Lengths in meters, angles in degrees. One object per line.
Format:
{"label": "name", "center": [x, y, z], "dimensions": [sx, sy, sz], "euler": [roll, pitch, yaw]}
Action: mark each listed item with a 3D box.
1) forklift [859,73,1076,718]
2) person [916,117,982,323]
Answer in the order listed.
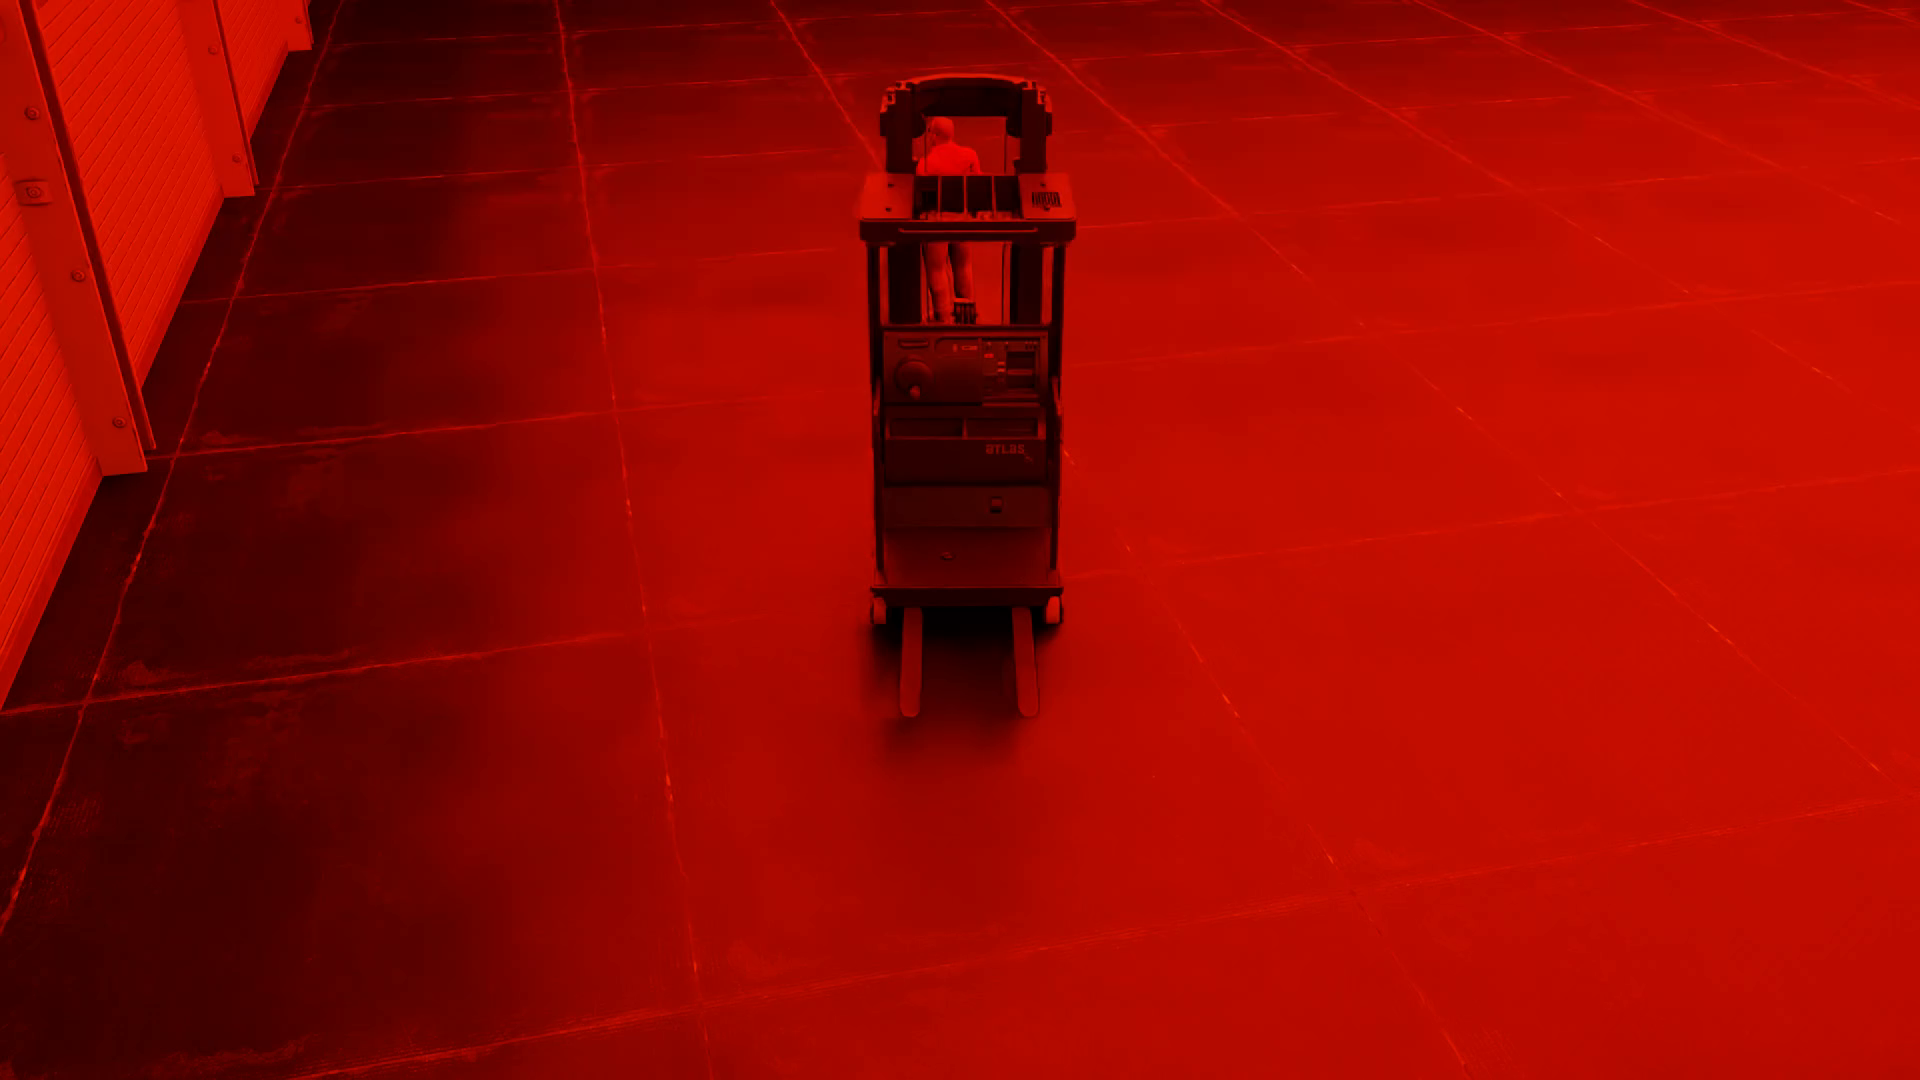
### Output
{"label": "forklift", "center": [0.035, -0.931, 9.183], "dimensions": [1.130, 2.935, 3.031], "euler": [0, 30, 0]}
{"label": "person", "center": [-0.147, -2.524, 13.118], "dimensions": [0.641, 1.728, 0.550], "euler": [-12, 32, -20]}
